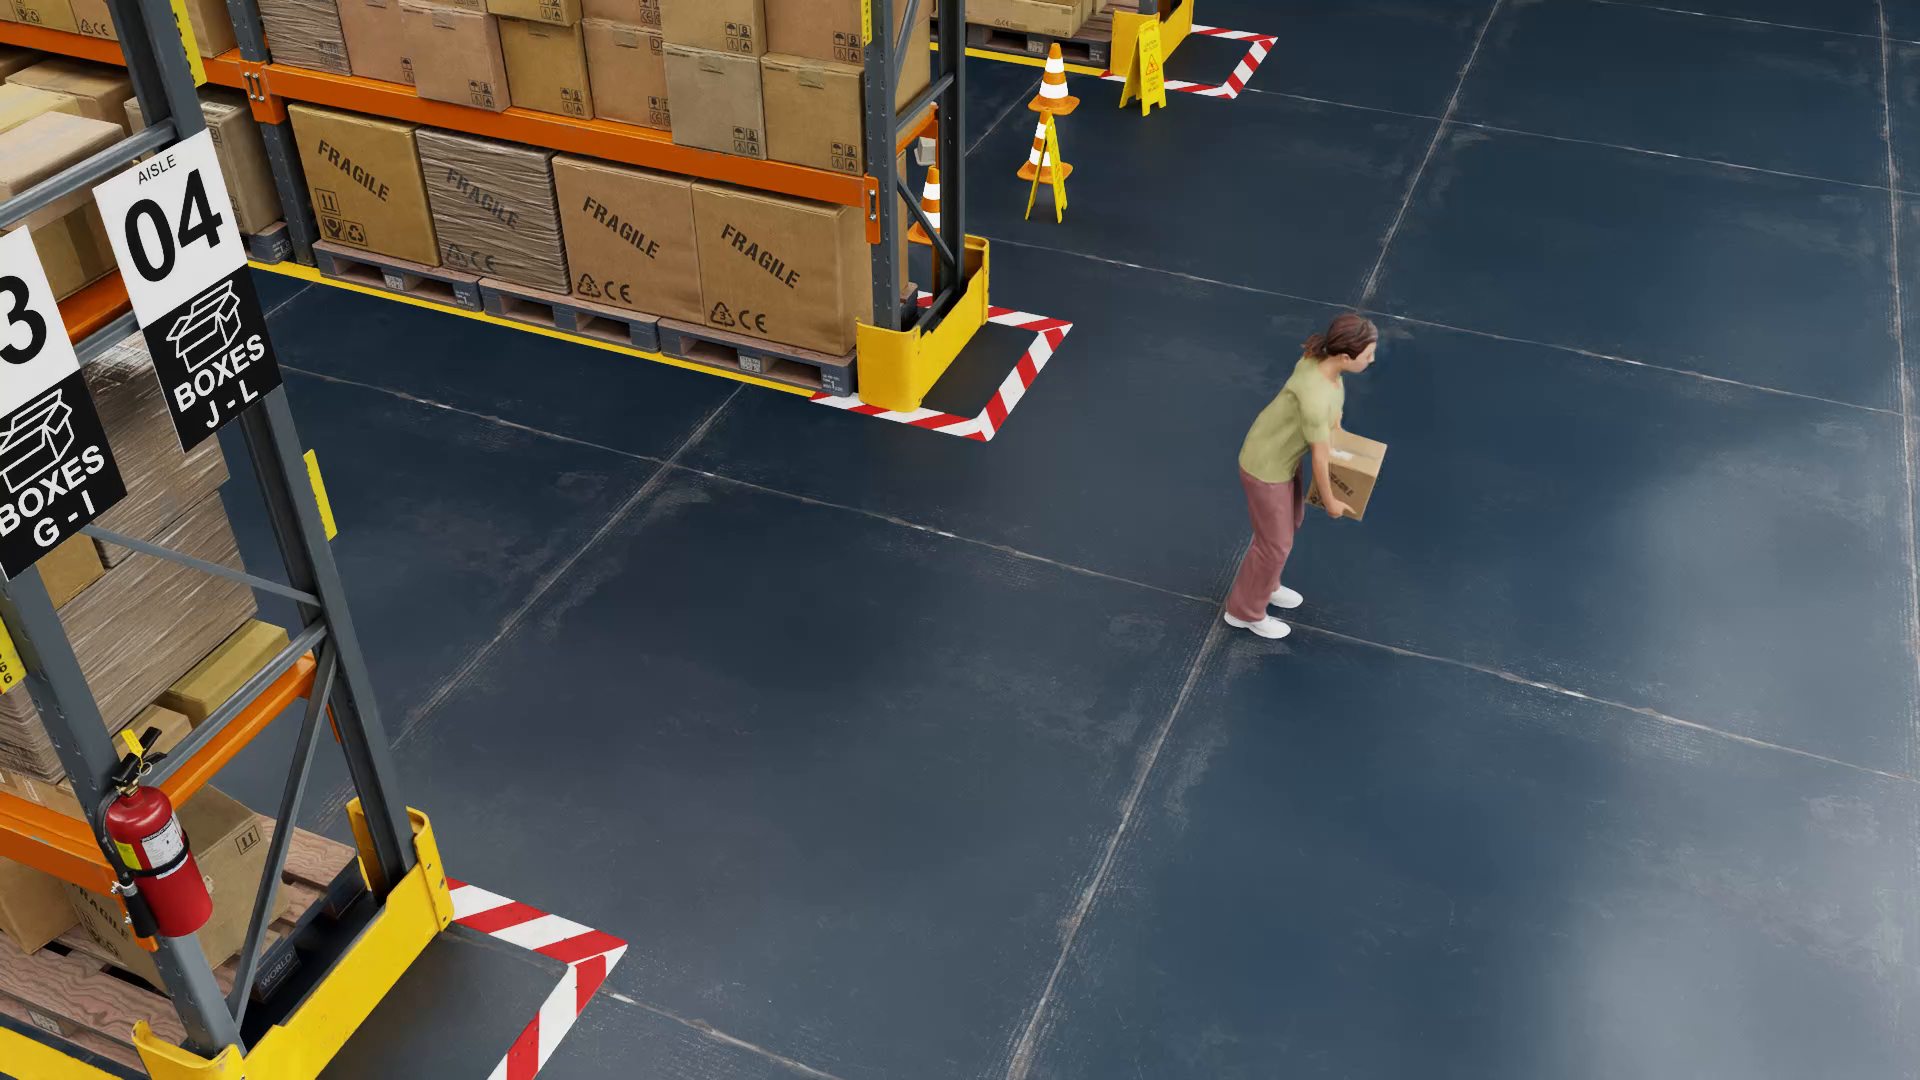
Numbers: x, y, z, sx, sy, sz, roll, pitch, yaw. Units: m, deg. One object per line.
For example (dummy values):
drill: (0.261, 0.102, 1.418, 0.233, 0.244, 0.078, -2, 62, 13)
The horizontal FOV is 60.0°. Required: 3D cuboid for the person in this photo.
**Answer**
person: (1.488, -0.288, 7.242, 0.539, 1.623, 0.404, 13, 40, 17)
